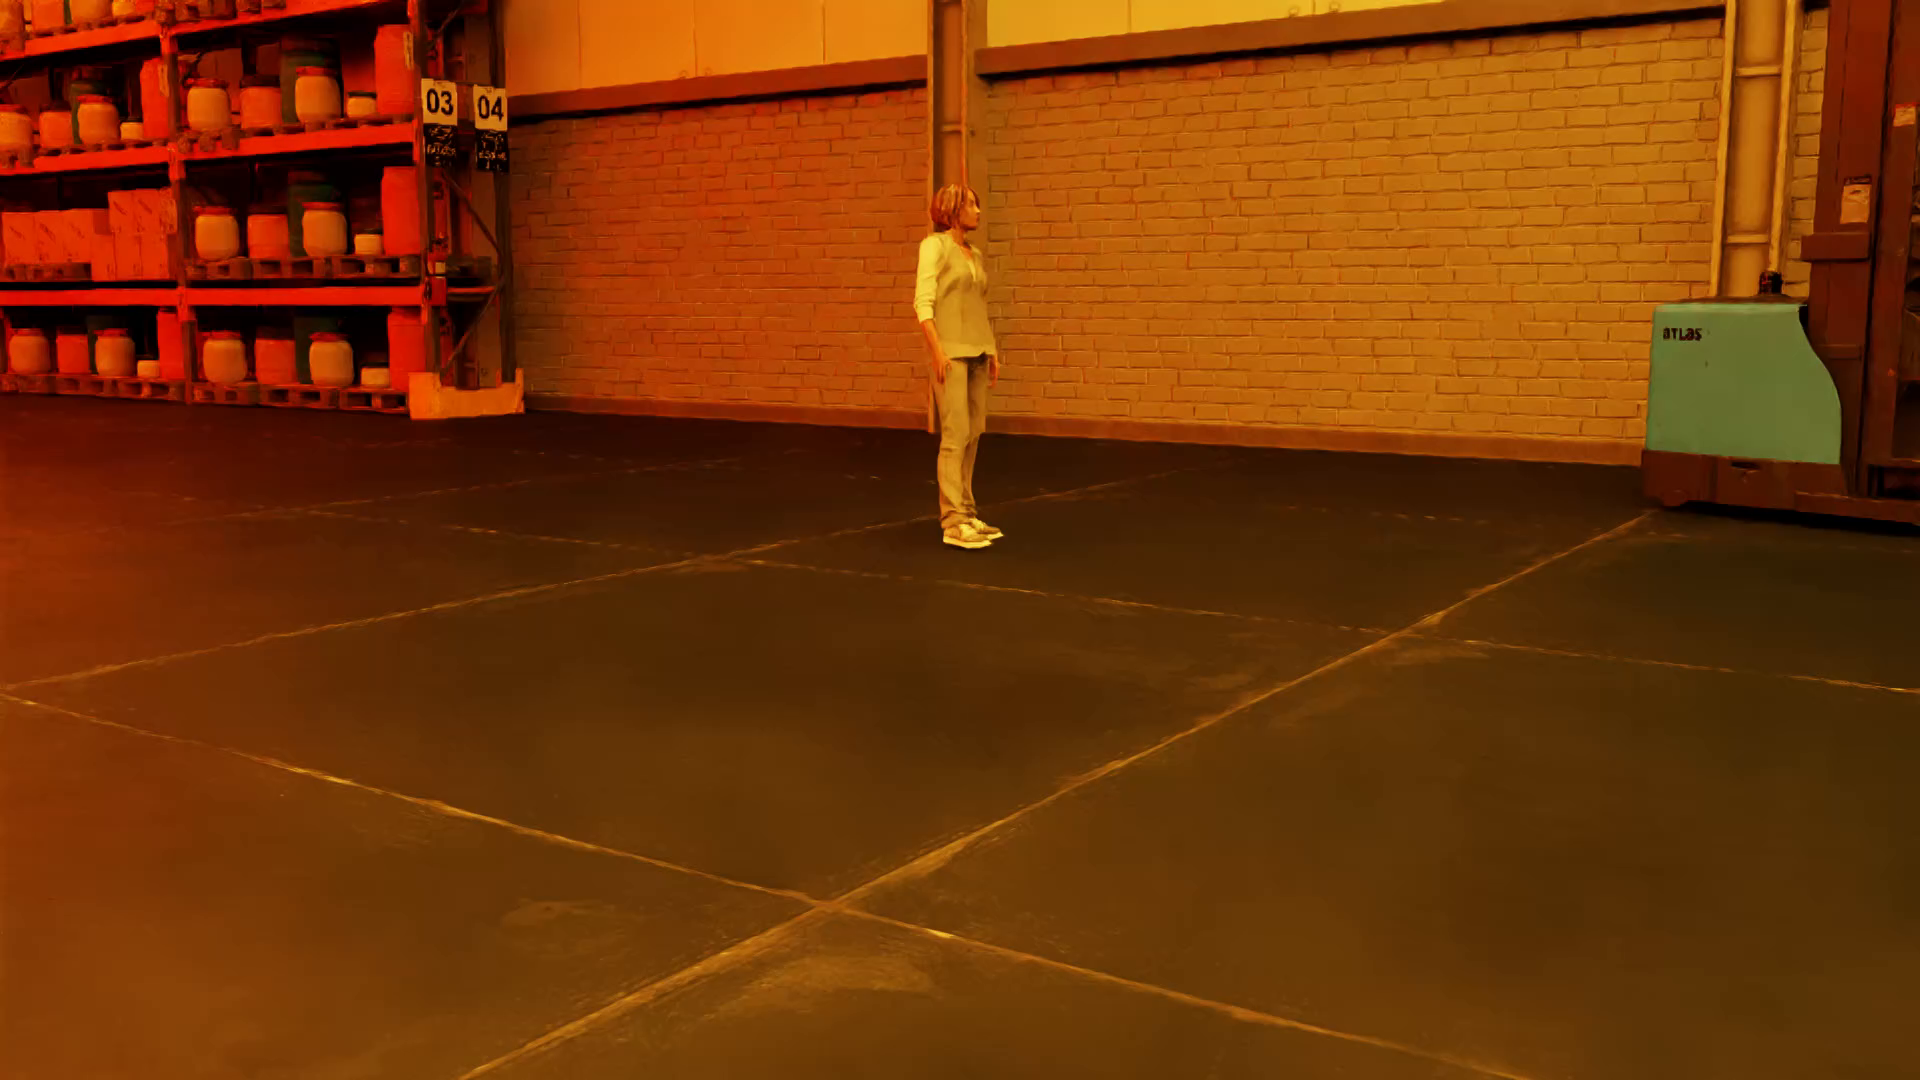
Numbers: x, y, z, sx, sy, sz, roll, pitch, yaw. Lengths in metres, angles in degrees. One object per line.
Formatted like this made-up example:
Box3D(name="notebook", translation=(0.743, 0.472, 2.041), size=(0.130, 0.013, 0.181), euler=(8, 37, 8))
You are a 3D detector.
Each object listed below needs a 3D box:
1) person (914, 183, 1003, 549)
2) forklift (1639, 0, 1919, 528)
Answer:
Box3D(name="person", translation=(0.054, -0.743, 7.445), size=(0.474, 1.501, 0.521), euler=(5, 10, 34))
Box3D(name="forklift", translation=(4.864, -1.493, 7.695), size=(1.130, 2.935, 3.031), euler=(-6, 10, -36))
